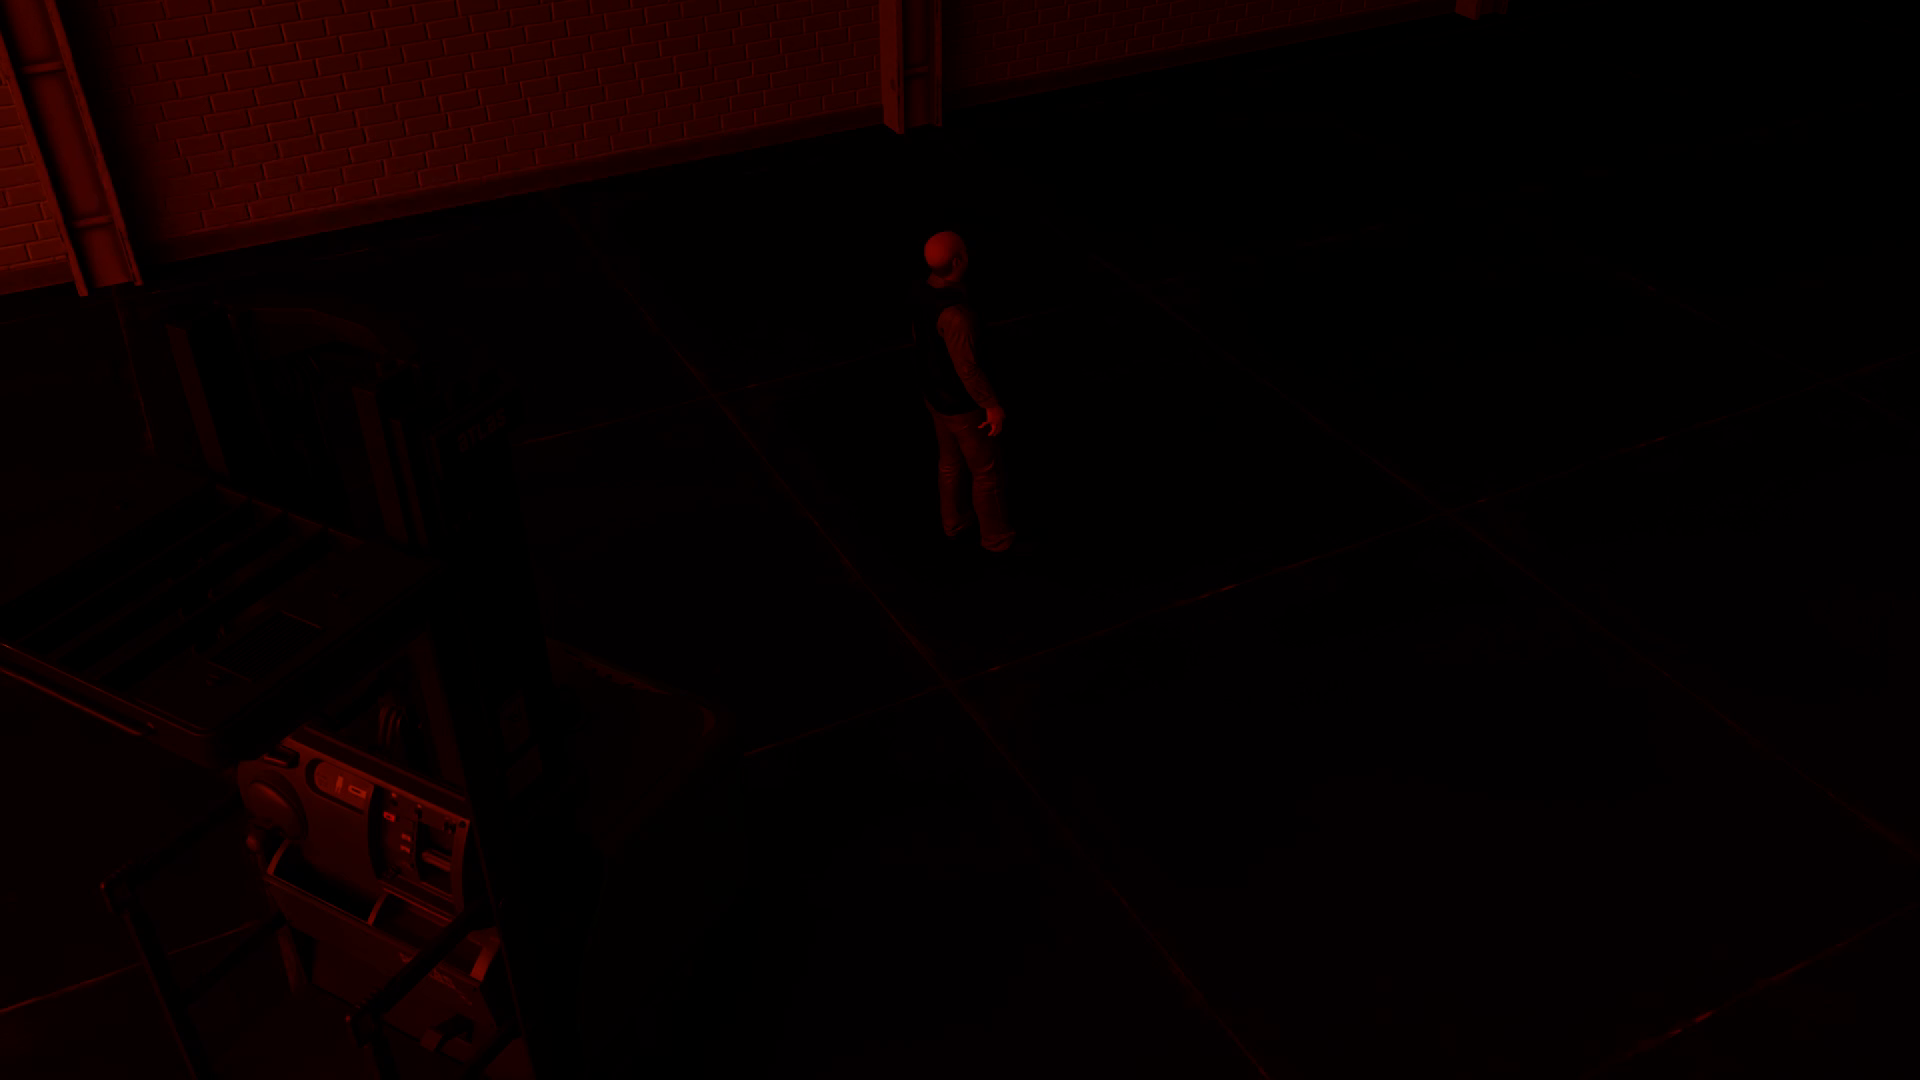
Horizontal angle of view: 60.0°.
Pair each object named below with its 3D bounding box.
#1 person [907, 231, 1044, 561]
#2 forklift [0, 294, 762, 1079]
[{"bbox_3d":[0.058,-0.721,8.179,0.568,1.720,0.632,-17,39,-23],"label":"person"},{"bbox_3d":[-1.929,0.901,4.849,1.130,2.935,3.031,18,39,23],"label":"forklift"}]
